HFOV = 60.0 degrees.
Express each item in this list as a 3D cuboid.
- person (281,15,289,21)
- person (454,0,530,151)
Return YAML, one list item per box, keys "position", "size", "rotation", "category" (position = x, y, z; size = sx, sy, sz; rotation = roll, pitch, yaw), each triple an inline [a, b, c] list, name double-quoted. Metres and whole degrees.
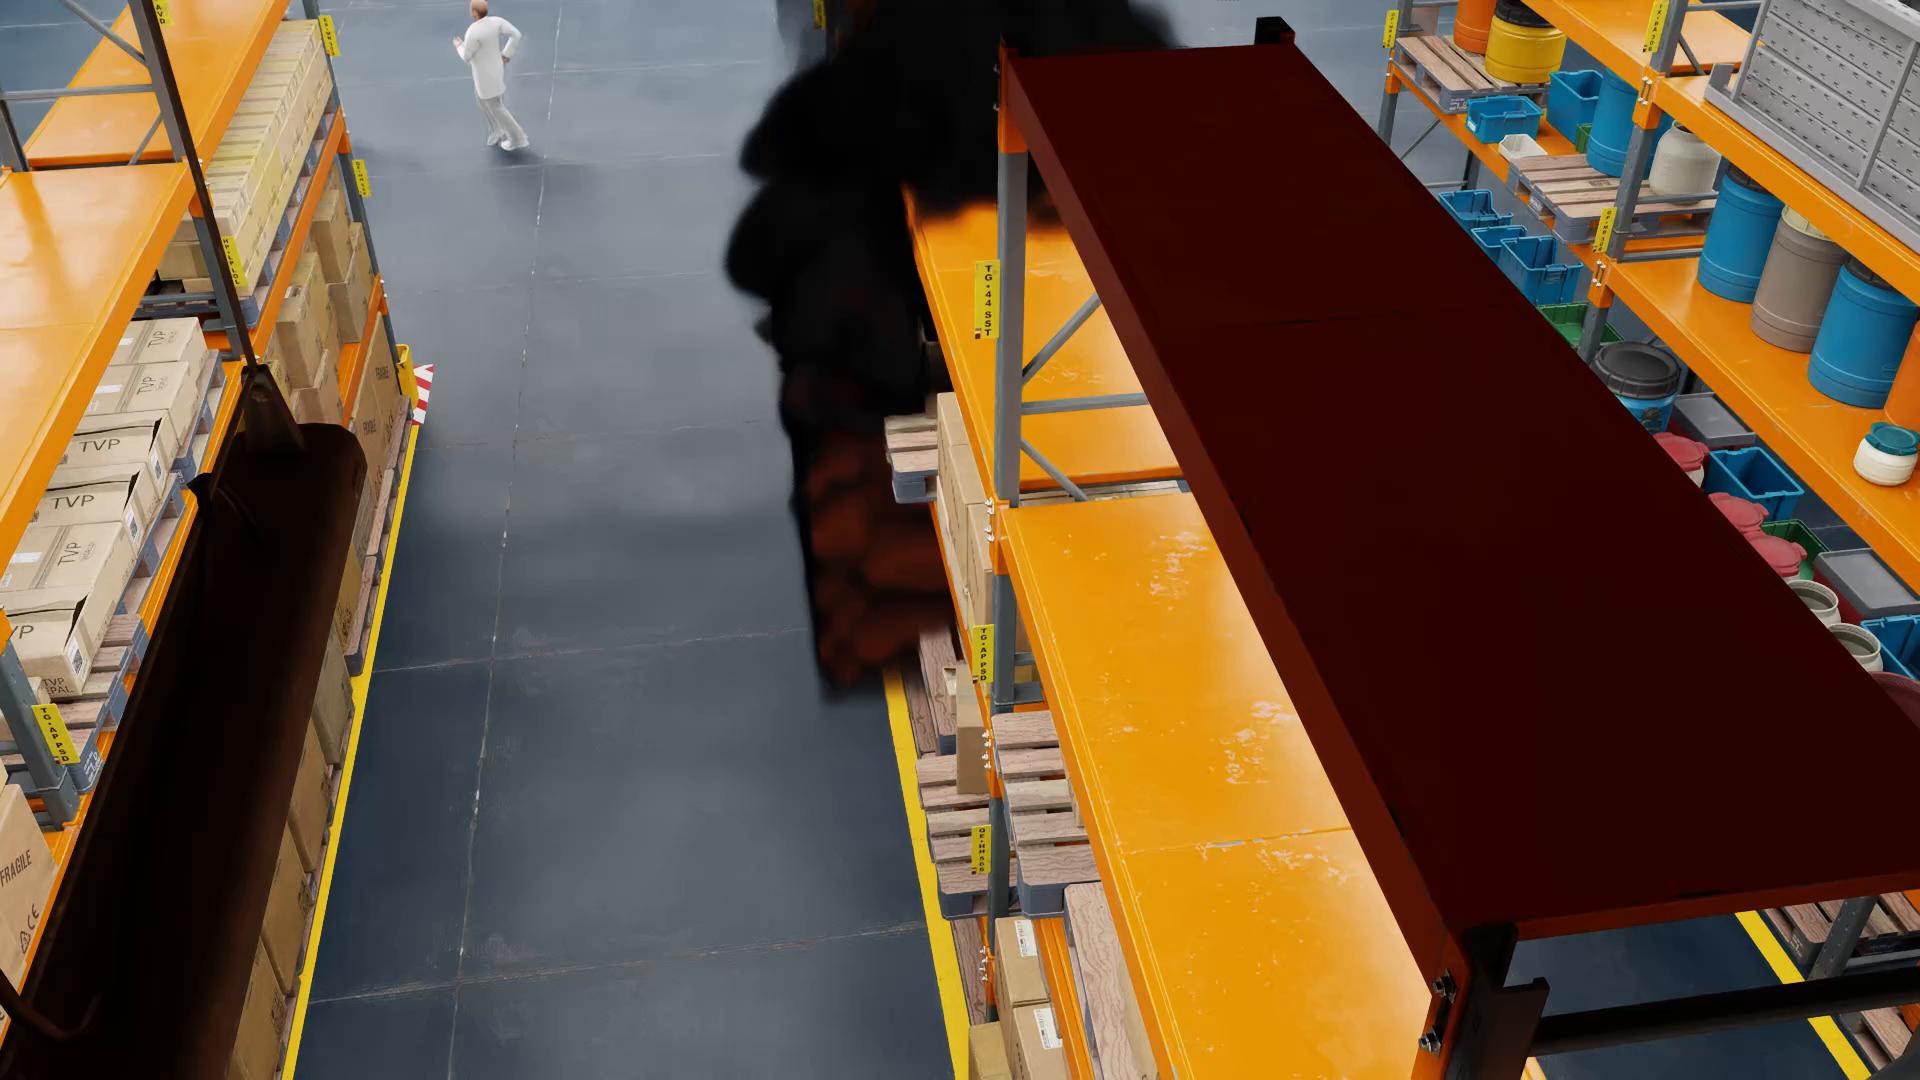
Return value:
- position: [-8.330, -5.815, 19.869]
  size: [0.837, 1.783, 0.688]
  rotation: [20, 41, 25]
  category: "person"
- position: [-5.438, -5.362, 19.266]
  size: [0.828, 1.846, 0.669]
  rotation: [11, 38, 15]
  category: "person"
